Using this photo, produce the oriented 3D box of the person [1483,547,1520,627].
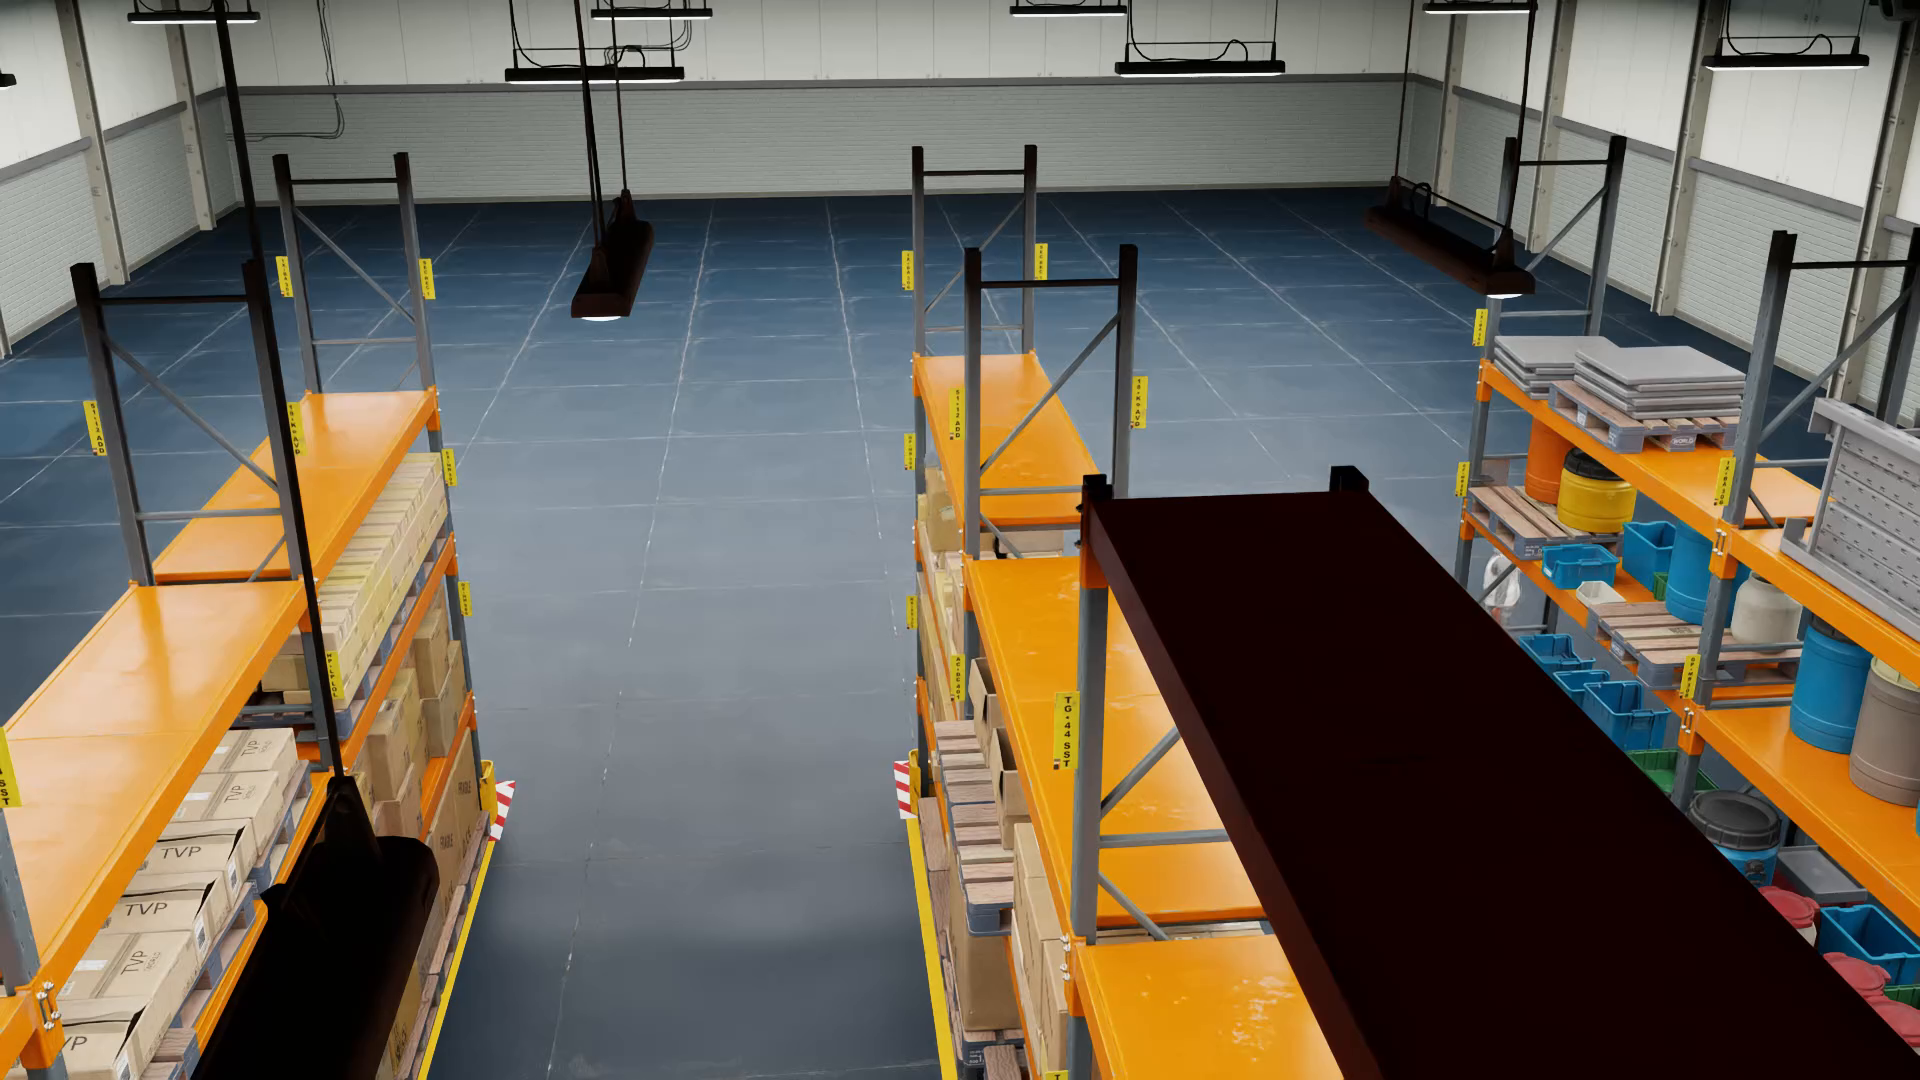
[{"bbox_3d":[5.801,0.647,17.629,0.855,1.745,0.536,14,25,31],"label":"person"}]
